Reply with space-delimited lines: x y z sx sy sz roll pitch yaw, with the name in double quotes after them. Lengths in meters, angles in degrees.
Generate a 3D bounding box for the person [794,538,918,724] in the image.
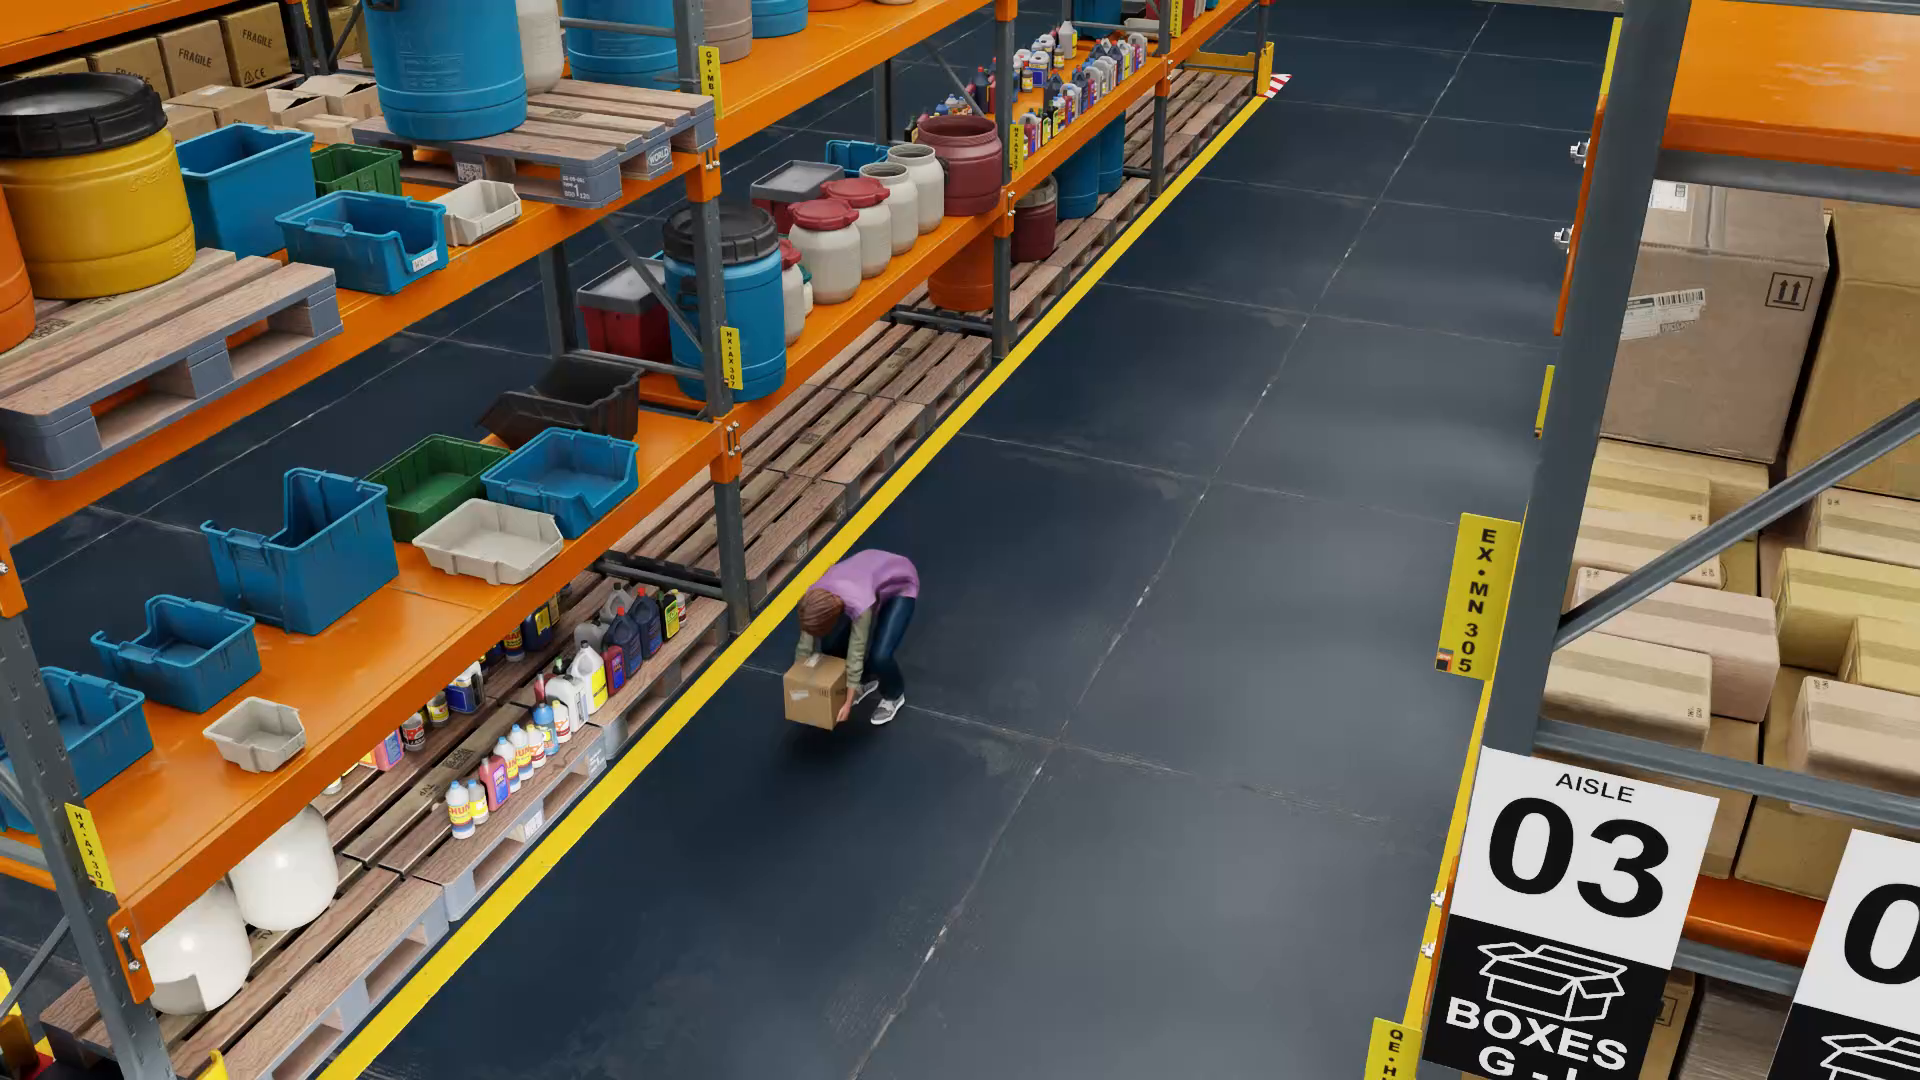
-0.519 0.492 8.184 0.414 0.959 0.860 17 34 27 "person"
